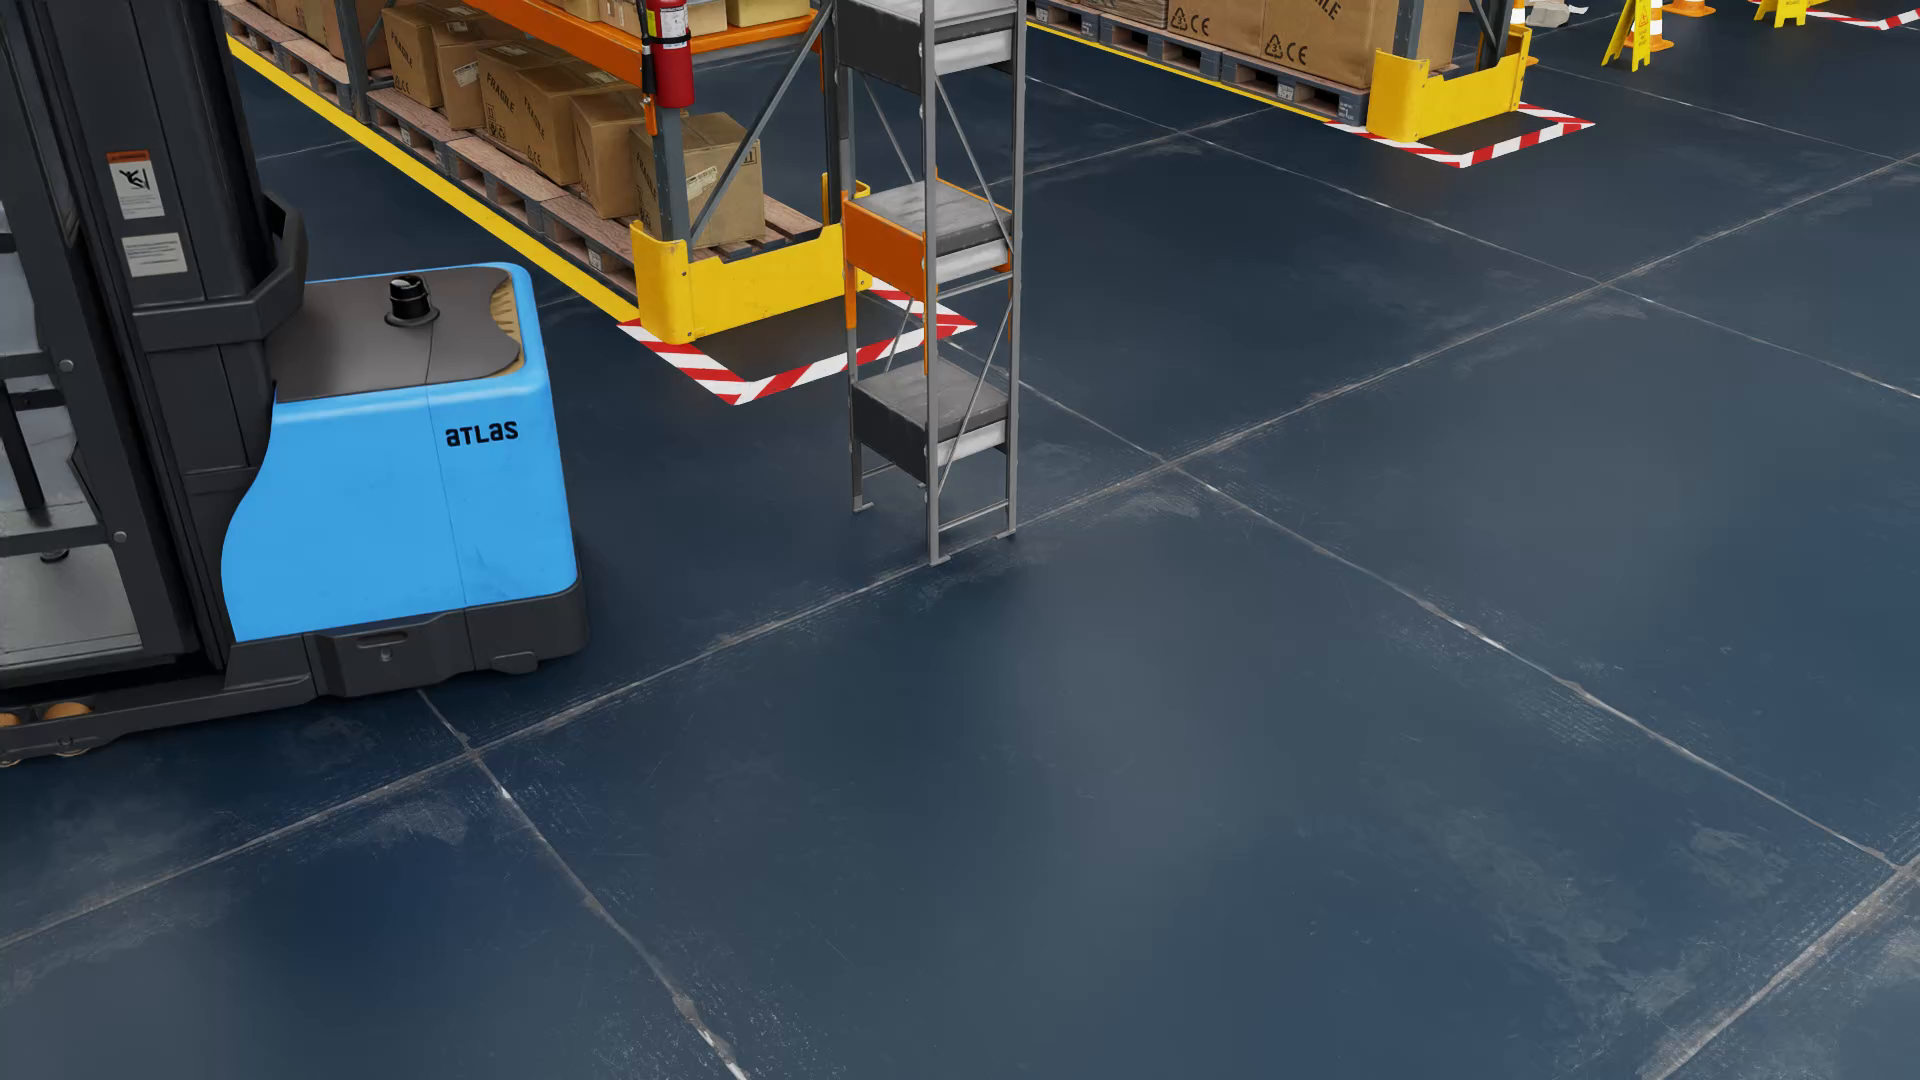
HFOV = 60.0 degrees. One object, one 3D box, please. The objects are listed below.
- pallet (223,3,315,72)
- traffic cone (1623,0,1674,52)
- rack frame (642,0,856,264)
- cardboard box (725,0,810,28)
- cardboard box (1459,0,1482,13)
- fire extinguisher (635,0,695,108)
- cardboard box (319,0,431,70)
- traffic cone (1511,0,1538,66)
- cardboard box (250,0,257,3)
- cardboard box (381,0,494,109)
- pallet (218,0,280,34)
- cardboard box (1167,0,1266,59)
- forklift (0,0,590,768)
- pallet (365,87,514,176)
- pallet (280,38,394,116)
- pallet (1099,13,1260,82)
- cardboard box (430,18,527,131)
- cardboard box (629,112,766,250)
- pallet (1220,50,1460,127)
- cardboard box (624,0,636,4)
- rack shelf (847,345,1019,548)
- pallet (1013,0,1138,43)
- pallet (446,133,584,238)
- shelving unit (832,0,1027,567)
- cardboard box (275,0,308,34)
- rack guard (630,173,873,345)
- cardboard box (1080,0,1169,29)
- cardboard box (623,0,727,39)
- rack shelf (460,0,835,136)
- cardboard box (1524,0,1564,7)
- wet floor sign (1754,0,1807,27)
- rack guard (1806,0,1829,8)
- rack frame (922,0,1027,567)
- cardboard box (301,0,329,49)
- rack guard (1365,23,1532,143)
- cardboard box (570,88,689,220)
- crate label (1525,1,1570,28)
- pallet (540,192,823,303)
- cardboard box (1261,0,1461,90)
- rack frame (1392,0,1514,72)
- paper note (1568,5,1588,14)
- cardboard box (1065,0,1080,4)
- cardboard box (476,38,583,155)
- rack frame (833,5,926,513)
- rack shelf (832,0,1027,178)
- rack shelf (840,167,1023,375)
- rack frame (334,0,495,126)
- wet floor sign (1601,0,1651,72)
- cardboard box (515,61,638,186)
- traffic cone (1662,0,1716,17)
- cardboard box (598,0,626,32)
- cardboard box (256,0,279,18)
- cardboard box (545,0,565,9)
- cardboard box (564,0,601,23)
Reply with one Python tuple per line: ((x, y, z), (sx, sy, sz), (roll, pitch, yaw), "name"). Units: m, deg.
((-4.613, -3.709, 12.021), (1.003, 0.211, 1.213), (-22, 38, -31), "pallet")
((4.948, -3.783, 11.902), (0.336, 0.463, 0.334), (-22, 38, -31), "traffic cone")
((-0.929, -2.393, 7.261), (1.000, 3.000, 0.127), (-22, 38, -31), "rack frame")
((-0.916, -2.483, 7.642), (0.380, 0.149, 0.250), (-22, 38, -31), "cardboard box")
((3.822, -4.452, 12.941), (0.637, 0.503, 0.797), (6, 32, 10), "cardboard box")
((-1.223, -2.164, 6.964), (0.296, 0.674, 0.183), (-22, 38, -31), "fire extinguisher")
((-3.742, -3.448, 10.911), (0.700, 0.500, 0.500), (-26, 40, -35), "cardboard box")
((3.847, -3.559, 11.542), (0.336, 0.463, 0.334), (-22, 38, -31), "traffic cone")
((-5.058, -4.353, 12.367), (0.700, 0.500, 0.500), (-26, 40, -35), "cardboard box")
((-3.168, -2.997, 10.204), (0.500, 0.500, 0.500), (-24, 39, -33), "cardboard box")
((-5.357, -4.217, 12.839), (1.003, 0.211, 1.213), (-22, 38, -31), "pallet")
((2.042, -3.859, 11.236), (0.875, 0.875, 0.875), (-23, 39, -32), "cardboard box")
((-2.819, -0.855, 4.849), (3.031, 2.935, 1.130), (-9, 33, -14), "forklift")
((-2.942, -2.607, 10.248), (1.003, 0.211, 1.213), (-22, 38, -31), "pallet")
((-3.861, -3.200, 11.202), (1.003, 0.211, 1.213), (-22, 38, -31), "pallet")
((1.755, -3.587, 11.826), (1.003, 0.211, 1.213), (-22, 38, -31), "pallet")
((-2.811, -2.761, 9.824), (0.500, 0.500, 0.500), (-11, 33, -16), "cardboard box")
((-1.299, -1.776, 8.237), (0.500, 0.500, 0.500), (-15, 35, -23), "cardboard box")
((2.499, -3.079, 11.008), (1.003, 0.211, 1.213), (-22, 38, -31), "pallet")
((-1.245, -2.800, 7.539), (0.875, 0.500, 0.500), (-22, 38, -31), "cardboard box")
((-0.102, -0.355, 6.184), (0.431, 0.518, 0.480), (-22, 38, -31), "rack shelf")
((1.002, -4.096, 12.645), (1.003, 0.211, 1.213), (-22, 38, -31), "pallet")
((-2.190, -2.099, 9.429), (1.003, 0.211, 1.213), (-22, 38, -31), "pallet")
((-0.102, -0.961, 5.807), (0.431, 2.100, 0.503), (-22, 38, -31), "shelving unit")
((-4.363, -3.886, 11.616), (0.700, 0.500, 0.500), (-26, 40, -35), "cardboard box")
((-0.976, -1.363, 7.971), (1.175, 0.500, 0.348), (-22, 38, -31), "rack guard")
((1.484, -4.240, 11.849), (0.875, 0.875, 0.875), (-22, 38, -31), "cardboard box")
((-1.267, -2.339, 7.411), (0.380, 0.149, 0.250), (-22, 38, -31), "cardboard box")
((-2.156, -2.921, 8.792), (1.077, 0.370, 4.000), (-22, 38, -31), "rack shelf")
((4.500, -4.281, 13.002), (0.380, 0.149, 0.250), (-4, 32, -7), "cardboard box")
((6.170, -4.174, 12.359), (0.267, 0.644, 0.232), (-10, 33, -15), "wet floor sign")
((6.852, -4.569, 13.133), (1.175, 0.500, 0.348), (-22, 38, -31), "rack guard")
((0.048, -0.859, 5.643), (0.400, 2.100, 0.015), (-22, 38, -31), "rack frame")
((-4.019, -3.653, 11.241), (0.700, 0.500, 0.500), (-23, 38, -32), "cardboard box")
((3.066, -2.884, 10.420), (1.175, 0.500, 0.348), (-22, 38, -31), "rack guard")
((-1.692, -2.014, 8.620), (0.500, 0.500, 0.500), (-12, 34, -19), "cardboard box")
((4.417, -3.952, 12.484), (0.298, 0.136, 0.250), (12, 34, 19), "crate label")
((-1.446, -1.591, 8.611), (1.003, 0.211, 1.213), (-22, 38, -31), "pallet")
((2.583, -3.493, 10.647), (0.875, 0.875, 0.875), (-22, 38, -31), "cardboard box")
((3.051, -3.956, 9.777), (1.000, 3.000, 0.127), (-22, 38, -31), "rack frame")
((4.747, -4.088, 12.804), (0.142, 0.019, 0.148), (18, 36, 27), "paper note")
((0.928, -4.614, 12.452), (0.875, 0.875, 0.875), (-22, 38, -31), "cardboard box")
((-2.368, -2.528, 9.448), (0.500, 0.500, 0.500), (-26, 40, -35), "cardboard box")
((-0.251, -1.063, 5.971), (0.400, 2.100, 0.015), (-22, 38, -31), "rack frame")
((-0.101, -1.544, 5.445), (0.431, 0.518, 0.480), (-22, 38, -31), "rack shelf")
((-0.102, -0.949, 5.814), (0.431, 0.518, 0.480), (-22, 38, -31), "rack shelf")
((-3.382, -4.060, 9.945), (1.000, 3.000, 0.127), (-22, 38, -31), "rack frame")
((4.633, -3.584, 11.410), (0.232, 0.644, 0.267), (26, 40, 35), "wet floor sign")
((-2.061, -2.281, 9.050), (0.500, 0.500, 0.500), (-19, 36, -27), "cardboard box")
((5.616, -4.284, 12.709), (0.336, 0.463, 0.334), (-22, 38, -31), "traffic cone")
((-1.420, -2.443, 7.579), (0.380, 0.149, 0.250), (-22, 38, -31), "cardboard box")
((-4.705, -4.119, 11.991), (0.700, 0.500, 0.500), (-19, 37, -28), "cardboard box")
((-1.755, -2.640, 7.895), (0.380, 0.149, 0.250), (-22, 38, -31), "cardboard box")
((-1.614, -2.531, 7.720), (0.380, 0.149, 0.250), (-22, 38, -31), "cardboard box")
